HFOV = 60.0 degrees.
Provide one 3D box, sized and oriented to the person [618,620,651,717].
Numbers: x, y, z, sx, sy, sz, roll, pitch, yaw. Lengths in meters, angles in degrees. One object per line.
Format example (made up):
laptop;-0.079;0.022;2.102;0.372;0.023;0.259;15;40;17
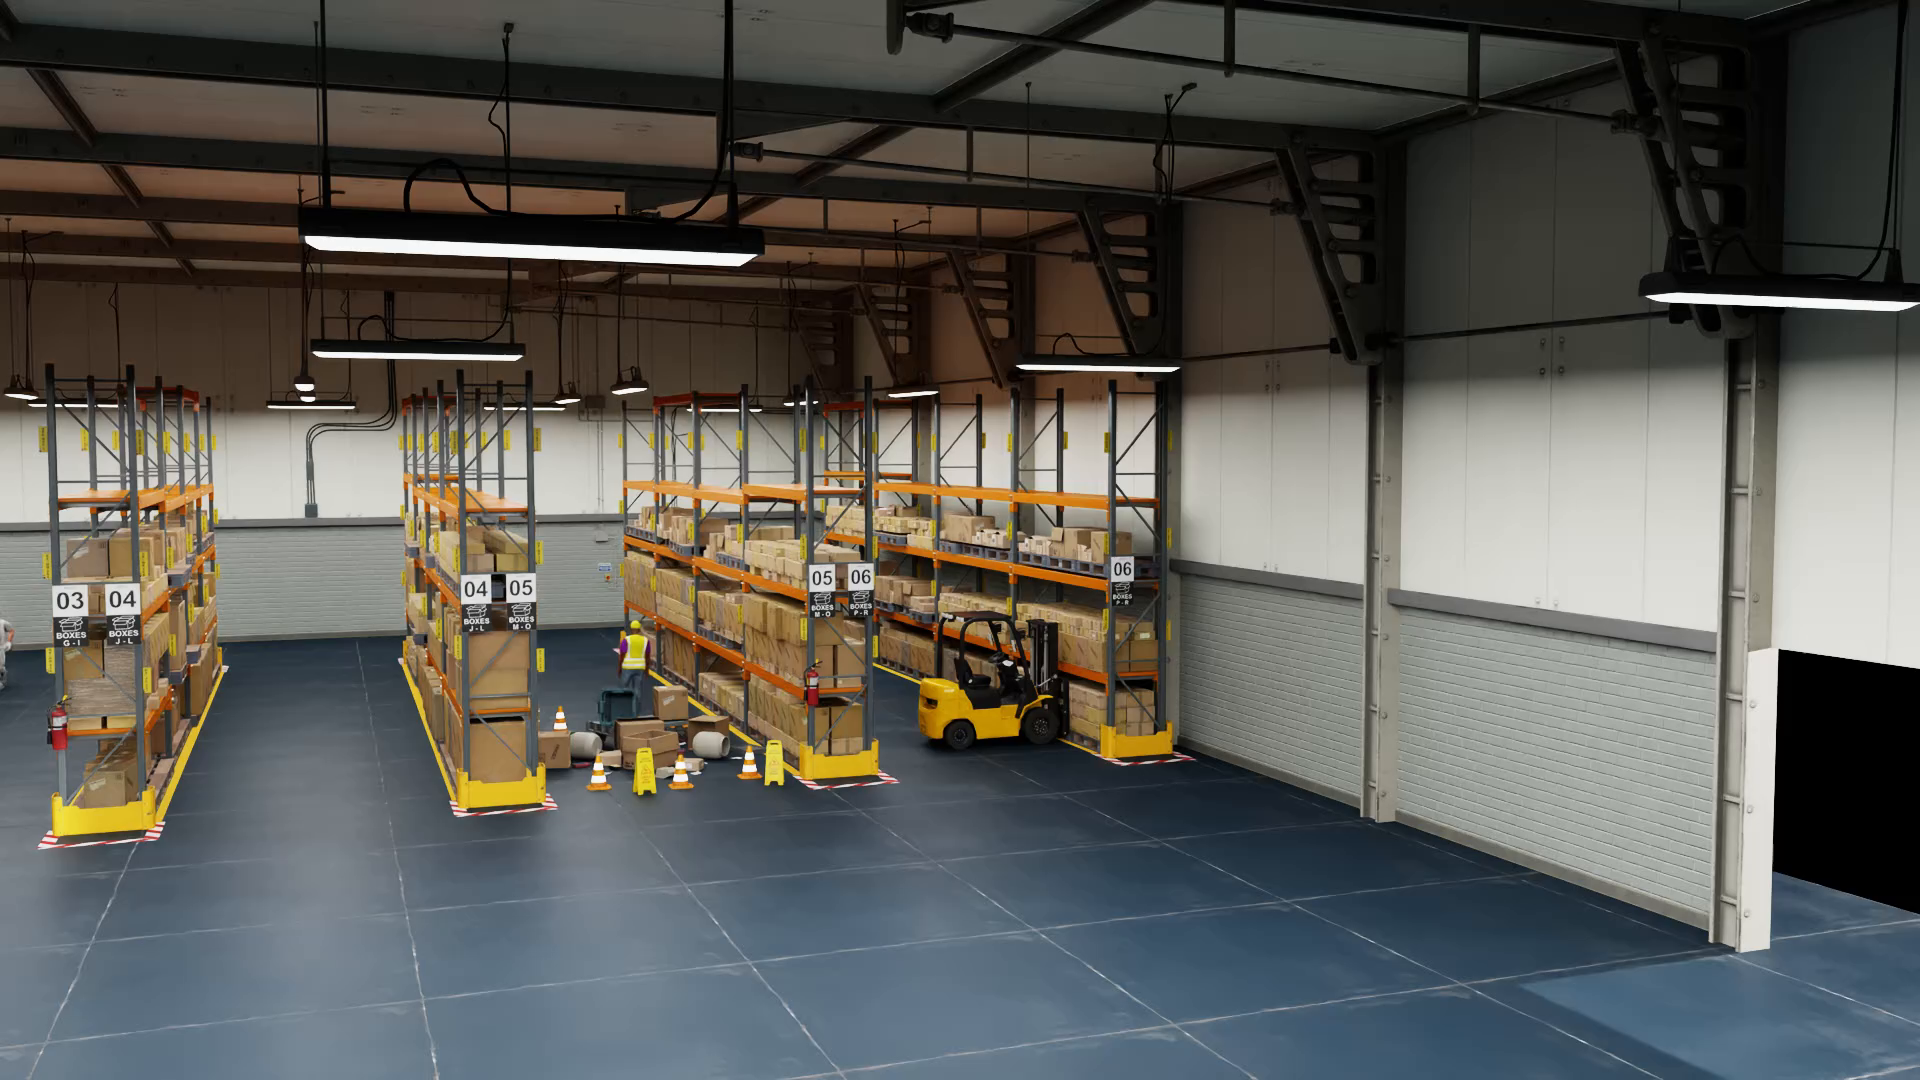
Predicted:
person;-5.917;2.346;30.207;0.618;1.762;0.455;-2;4;-24

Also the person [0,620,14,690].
person;-19.499;2.204;33.589;0.619;1.683;0.632;-1;3;-13
